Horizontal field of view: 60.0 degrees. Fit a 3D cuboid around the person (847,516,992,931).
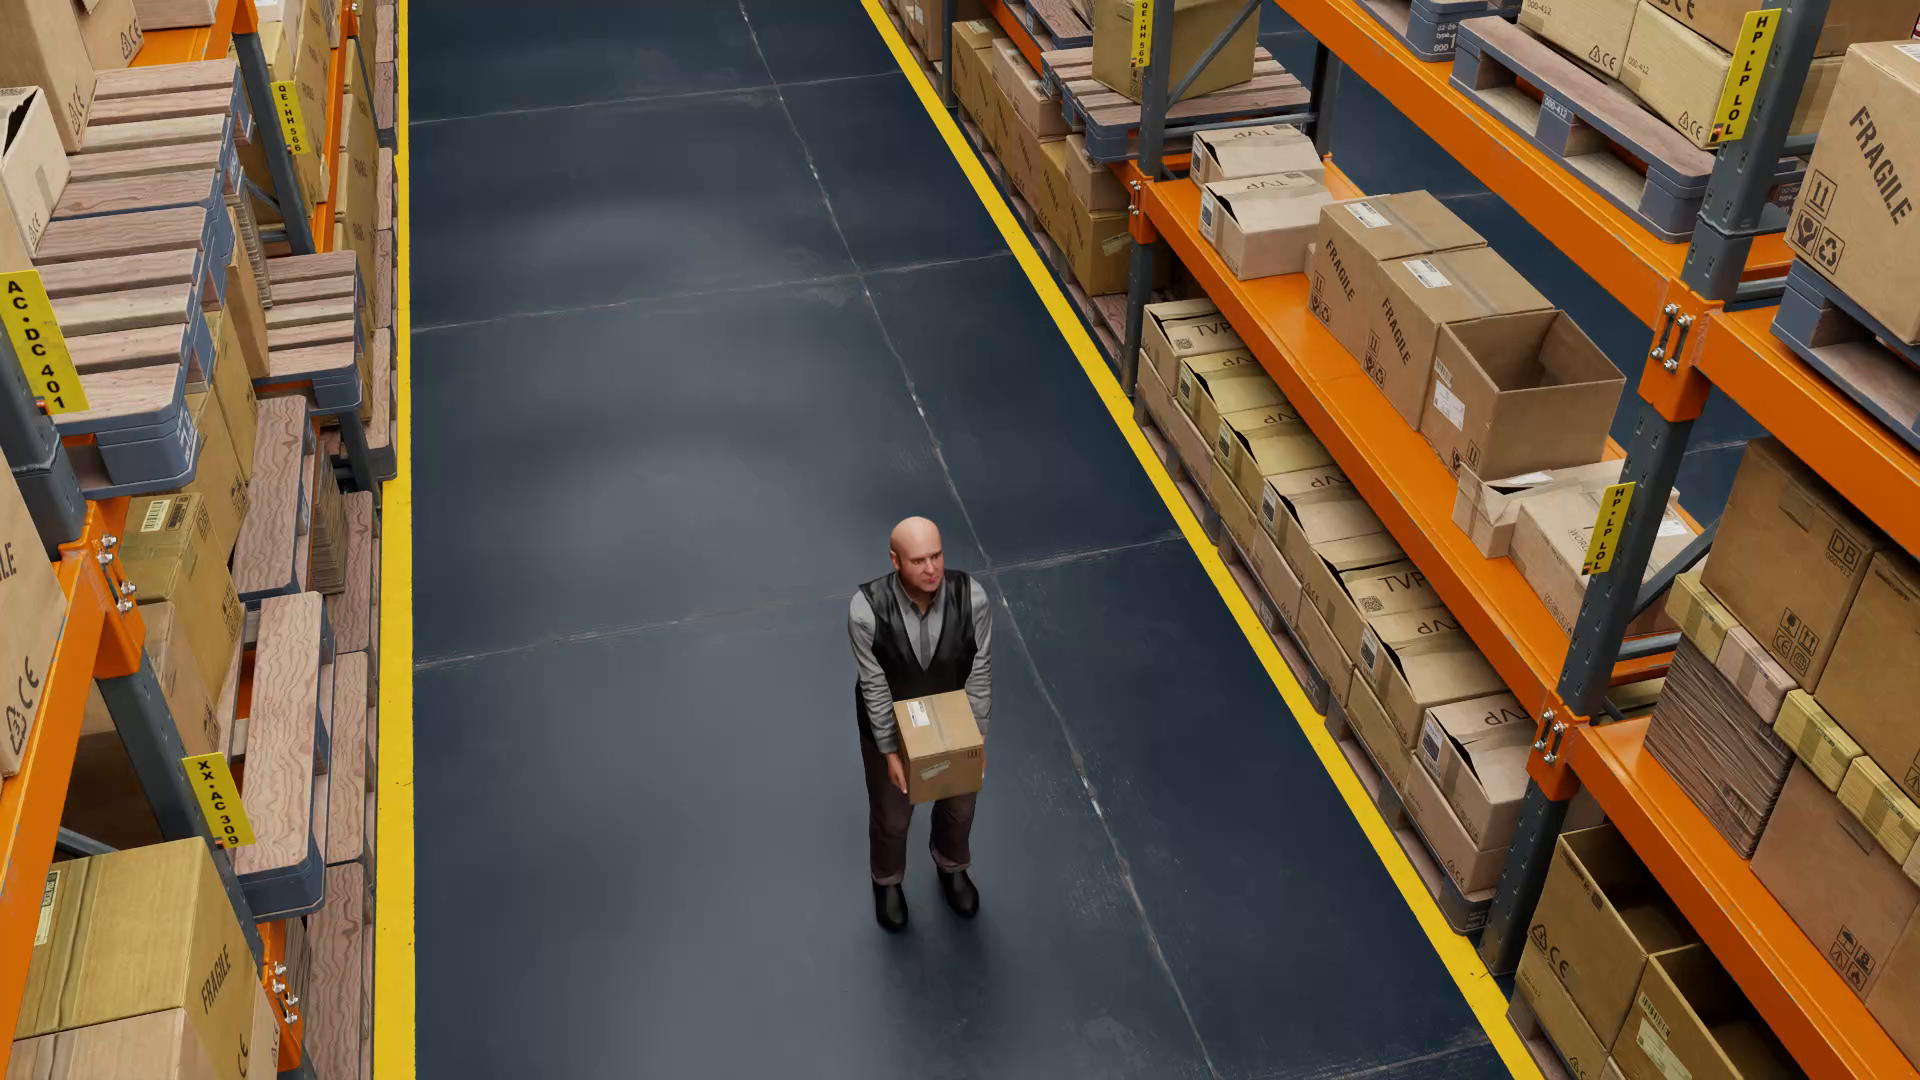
[{"bbox_3d":[-0.107,0.712,5.830,0.494,1.711,0.551,-9,39,-12],"label":"person"}]
